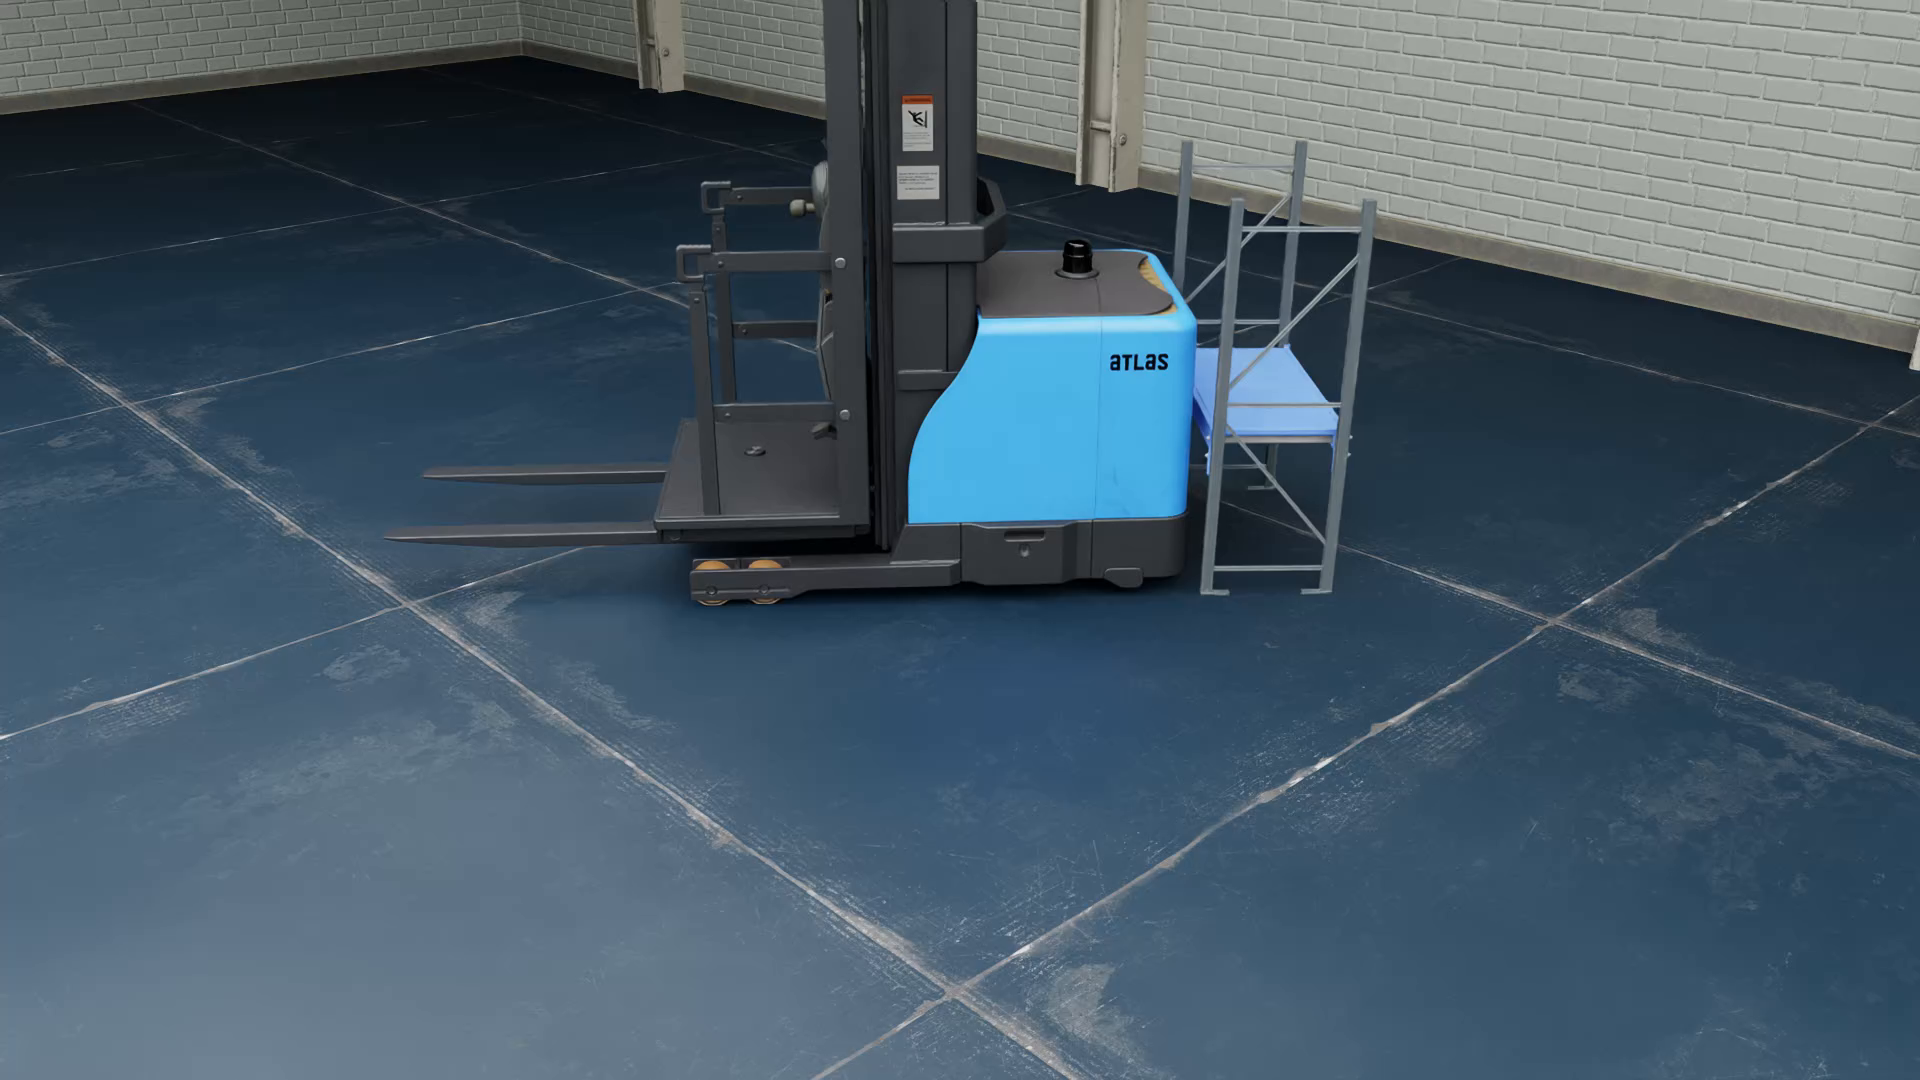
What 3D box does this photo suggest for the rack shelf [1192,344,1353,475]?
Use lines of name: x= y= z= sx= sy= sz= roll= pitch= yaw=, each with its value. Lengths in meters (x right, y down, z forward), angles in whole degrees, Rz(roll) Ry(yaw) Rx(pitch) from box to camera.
rack shelf: x=1.143 y=-0.529 z=6.530 sx=0.538 sy=0.185 sz=1.000 roll=0 pitch=25 yaw=-3

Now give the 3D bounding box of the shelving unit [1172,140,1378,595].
shelving unit: x=1.145 y=-0.693 z=6.455 sx=0.538 sy=1.500 sz=1.048 roll=0 pitch=25 yaw=-3

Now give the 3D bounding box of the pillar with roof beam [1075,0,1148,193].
pillar with roof beam: x=-2.017 y=-5.577 z=8.132 sx=9.100 sy=9.000 sz=0.400 roll=-21 pitch=32 yaw=-38

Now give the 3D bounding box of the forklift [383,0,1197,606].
forklift: x=-0.671 y=-1.312 z=6.096 sx=3.031 sy=2.935 sz=1.130 roll=-1 pitch=25 yaw=-3

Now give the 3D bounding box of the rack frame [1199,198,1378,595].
rack frame: x=1.167 y=-0.482 z=5.993 sx=0.500 sy=1.500 sz=0.032 roll=0 pitch=25 yaw=-3

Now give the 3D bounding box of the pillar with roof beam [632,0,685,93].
pillar with roof beam: x=-6.118 y=-7.394 z=12.117 sx=9.100 sy=9.000 sz=0.400 roll=-21 pitch=32 yaw=-38

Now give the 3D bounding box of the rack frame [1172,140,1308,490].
rack frame: x=1.122 y=-0.904 z=6.917 sx=0.500 sy=1.500 sz=0.032 roll=0 pitch=25 yaw=-3
